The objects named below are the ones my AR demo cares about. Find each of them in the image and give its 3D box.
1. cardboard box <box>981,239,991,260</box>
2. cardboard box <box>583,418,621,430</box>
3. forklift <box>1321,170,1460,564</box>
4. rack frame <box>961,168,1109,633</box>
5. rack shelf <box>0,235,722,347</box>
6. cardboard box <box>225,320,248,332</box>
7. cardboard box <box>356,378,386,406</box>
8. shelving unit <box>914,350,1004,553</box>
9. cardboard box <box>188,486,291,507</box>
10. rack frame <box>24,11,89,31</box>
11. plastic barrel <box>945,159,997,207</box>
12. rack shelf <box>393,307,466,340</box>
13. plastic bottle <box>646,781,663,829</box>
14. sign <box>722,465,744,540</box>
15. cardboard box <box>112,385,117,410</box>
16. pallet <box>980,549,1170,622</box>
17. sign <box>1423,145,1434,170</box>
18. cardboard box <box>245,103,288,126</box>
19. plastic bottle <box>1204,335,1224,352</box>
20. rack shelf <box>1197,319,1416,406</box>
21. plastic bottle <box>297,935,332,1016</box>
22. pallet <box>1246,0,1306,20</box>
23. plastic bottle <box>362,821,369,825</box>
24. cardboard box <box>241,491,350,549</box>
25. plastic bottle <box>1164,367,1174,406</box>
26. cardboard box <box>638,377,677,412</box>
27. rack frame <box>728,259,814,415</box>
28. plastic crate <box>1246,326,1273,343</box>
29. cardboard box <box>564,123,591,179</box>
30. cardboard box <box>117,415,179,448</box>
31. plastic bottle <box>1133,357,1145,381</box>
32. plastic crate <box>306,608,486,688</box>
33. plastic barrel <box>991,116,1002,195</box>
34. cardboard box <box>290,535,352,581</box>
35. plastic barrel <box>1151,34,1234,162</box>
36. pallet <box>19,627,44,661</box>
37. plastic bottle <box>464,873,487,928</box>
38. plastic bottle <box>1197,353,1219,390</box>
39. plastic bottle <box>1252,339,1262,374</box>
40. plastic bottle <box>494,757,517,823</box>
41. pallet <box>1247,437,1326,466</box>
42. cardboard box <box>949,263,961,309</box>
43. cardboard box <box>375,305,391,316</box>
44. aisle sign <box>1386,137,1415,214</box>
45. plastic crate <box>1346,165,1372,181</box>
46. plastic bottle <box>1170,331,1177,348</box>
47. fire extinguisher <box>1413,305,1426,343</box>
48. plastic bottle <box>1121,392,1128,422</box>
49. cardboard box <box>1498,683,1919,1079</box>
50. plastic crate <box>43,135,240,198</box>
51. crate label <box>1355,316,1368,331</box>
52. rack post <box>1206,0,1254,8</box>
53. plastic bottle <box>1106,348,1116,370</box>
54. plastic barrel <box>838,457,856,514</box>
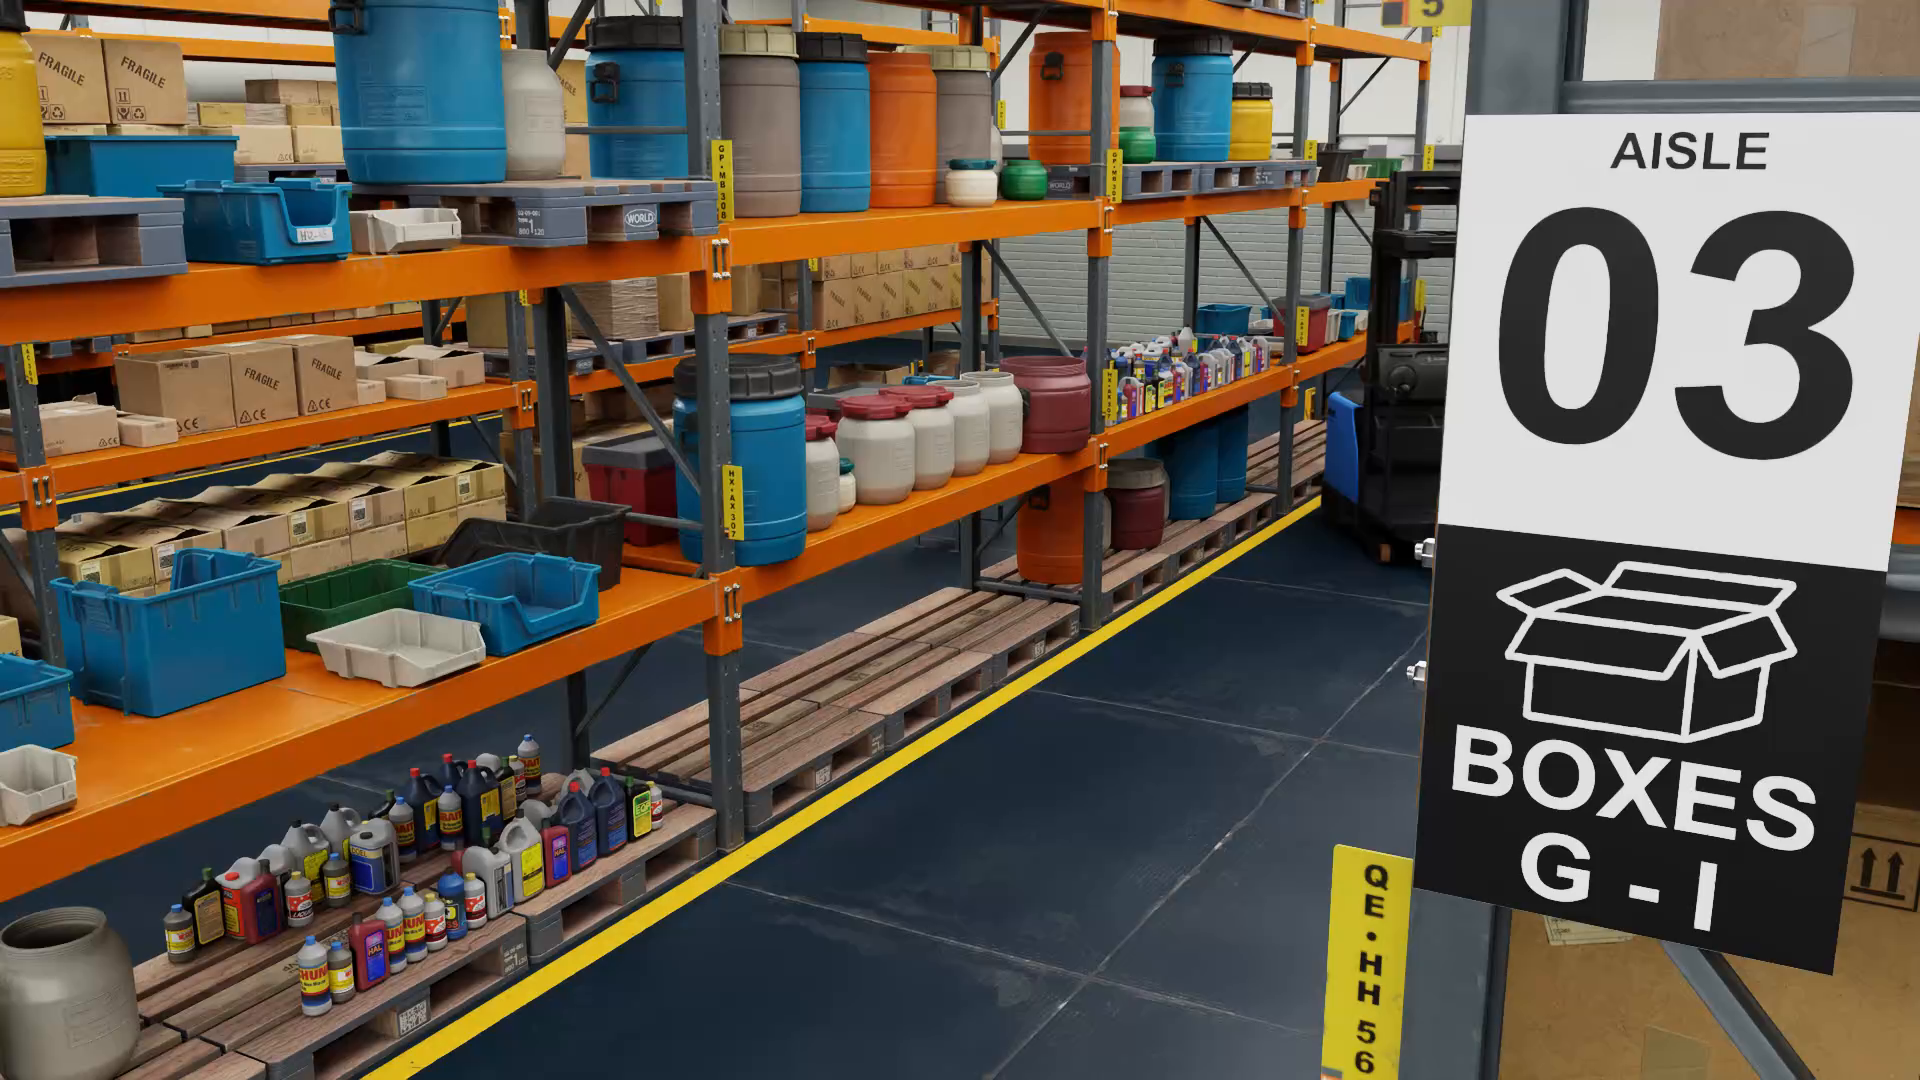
[{"bbox_3d":[0.032,-3.528,19.421,0.500,0.500,0.500,7,15,28],"label":"cardboard box"},{"bbox_3d":[-3.364,-0.798,14.837,0.500,0.500,0.500,7,15,26],"label":"cardboard box"},{"bbox_3d":[3.731,-1.317,12.744,1.130,2.935,3.031,-1,14,-3],"label":"forklift"},{"bbox_3d":[0.474,-0.913,10.918,1.000,3.000,0.127,7,15,28],"label":"rack frame"},{"bbox_3d":[-2.427,-0.790,5.545,1.077,0.370,4.000,7,15,28],"label":"rack shelf"},{"bbox_3d":[-7.373,-2.179,16.666,0.380,0.149,0.250,8,16,29],"label":"cardboard box"},{"bbox_3d":[-4.428,-1.084,12.167,0.380,0.149,0.250,9,16,32],"label":"cardboard box"},{"bbox_3d":[-0.003,-0.728,13.352,0.431,1.500,0.755,7,15,28],"label":"shelving unit"},{"bbox_3d":[-5.114,-0.222,11.827,0.500,0.311,0.500,7,15,27],"label":"cardboard box"},{"bbox_3d":[-8.199,-4.951,14.871,1.000,3.000,0.127,7,15,28],"label":"rack frame"},{"bbox_3d":[0.063,-2.016,9.391,0.301,0.262,0.301,0,14,0],"label":"plastic barrel"},{"bbox_3d":[-5.298,-2.916,20.765,1.077,0.370,4.000,7,15,28],"label":"rack shelf"},{"bbox_3d":[-1.363,1.164,7.336,0.097,0.201,0.097,0,14,0],"label":"plastic bottle"},{"bbox_3d":[-0.984,-0.162,7.214,0.100,0.325,0.005,7,15,28],"label":"sign"},{"bbox_3d":[-7.729,-1.330,16.341,0.750,0.750,0.750,7,15,27],"label":"cardboard box"},{"bbox_3d":[0.818,0.277,11.936,1.003,0.211,1.213,7,15,28],"label":"pallet"},{"bbox_3d":[4.830,-3.902,17.142,0.100,0.325,0.005,7,15,28],"label":"sign"},{"bbox_3d":[-7.298,-4.191,16.966,0.700,0.500,0.500,7,15,28],"label":"cardboard box"},{"bbox_3d":[2.034,-1.462,13.303,0.144,0.351,0.185,7,15,28],"label":"plastic bottle"},{"bbox_3d":[3.374,-1.794,16.109,1.077,0.370,4.000,7,15,28],"label":"rack shelf"},{"bbox_3d":[-2.244,1.505,5.775,0.097,0.271,0.097,0,14,0],"label":"plastic bottle"},{"bbox_3d":[2.034,-4.190,12.970,1.003,0.211,1.213,7,15,28],"label":"pallet"},{"bbox_3d":[-2.462,1.267,6.908,0.097,0.201,0.097,0,14,0],"label":"plastic bottle"},{"bbox_3d":[-4.634,-0.166,11.596,0.500,0.311,0.500,8,16,30],"label":"cardboard box"},{"bbox_3d":[1.493,-1.112,12.022,0.097,0.271,0.097,0,14,0],"label":"plastic bottle"},{"bbox_3d":[-2.858,-1.382,15.659,0.500,0.250,0.500,7,15,28],"label":"cardboard box"},{"bbox_3d":[-1.927,-2.295,16.653,1.000,3.000,0.127,7,15,28],"label":"rack frame"},{"bbox_3d":[2.713,-1.889,15.426,0.437,0.125,0.590,7,15,28],"label":"plastic crate"},{"bbox_3d":[-3.433,-3.179,13.707,0.910,0.500,0.500,7,15,28],"label":"cardboard box"},{"bbox_3d":[-5.187,-0.690,10.533,0.380,0.149,0.250,7,15,28],"label":"cardboard box"},{"bbox_3d":[1.409,-1.337,13.103,0.097,0.201,0.097,0,14,0],"label":"plastic bottle"},{"bbox_3d":[-2.023,0.398,6.044,0.530,0.136,0.437,7,15,28],"label":"plastic crate"},{"bbox_3d":[0.055,-2.396,10.433,0.421,0.512,0.421,0,14,0],"label":"plastic barrel"},{"bbox_3d":[-4.639,0.108,11.654,0.500,0.250,0.500,8,16,29],"label":"cardboard box"},{"bbox_3d":[1.716,-3.272,12.339,0.600,0.901,0.708,7,15,28],"label":"plastic barrel"},{"bbox_3d":[-5.472,0.546,10.818,1.003,0.211,1.213,7,15,28],"label":"pallet"},{"bbox_3d":[-1.883,1.385,6.419,0.097,0.201,0.097,0,14,0],"label":"plastic bottle"},{"bbox_3d":[1.902,-1.302,12.798,0.152,0.276,0.135,7,15,28],"label":"plastic bottle"},{"bbox_3d":[2.428,-1.506,13.630,0.061,0.283,0.133,7,15,28],"label":"plastic bottle"},{"bbox_3d":[-2.037,1.112,7.378,0.061,0.283,0.133,7,15,28],"label":"plastic bottle"},{"bbox_3d":[3.318,-0.784,16.335,1.003,0.211,1.213,7,15,28],"label":"pallet"},{"bbox_3d":[-0.219,-2.935,19.094,0.500,0.500,0.500,8,15,29],"label":"cardboard box"},{"bbox_3d":[-6.447,-2.539,18.160,0.380,0.149,0.250,8,16,30],"label":"cardboard box"},{"bbox_3d":[4.632,-3.799,17.345,0.394,0.787,0.004,7,15,28],"label":"aisle sign"},{"bbox_3d":[3.559,-3.432,15.531,0.437,0.136,0.530,7,15,28],"label":"plastic crate"},{"bbox_3d":[1.792,-1.622,14.111,0.061,0.283,0.133,7,15,28],"label":"plastic bottle"},{"bbox_3d":[4.812,-2.314,17.694,0.296,0.674,0.183,7,15,28],"label":"fire extinguisher"},{"bbox_3d":[1.093,-0.909,11.327,0.097,0.201,0.097,0,14,0],"label":"plastic bottle"},{"bbox_3d":[0.992,0.470,2.203,0.500,0.500,0.500,7,15,28],"label":"cardboard box"},{"bbox_3d":[-2.735,-1.147,5.525,0.392,0.384,0.575,7,15,28],"label":"plastic crate"},{"bbox_3d":[3.839,-2.149,16.483,0.396,0.136,0.243,7,15,28],"label":"crate label"},{"bbox_3d":[1.540,-3.977,11.896,0.937,0.300,0.954,9,16,34],"label":"rack post"},{"bbox_3d":[1.116,-1.348,12.828,0.144,0.351,0.185,7,15,28],"label":"plastic bottle"},{"bbox_3d":[-0.686,-0.279,8.585,0.301,0.262,0.301,0,14,0],"label":"plastic barrel"}]
